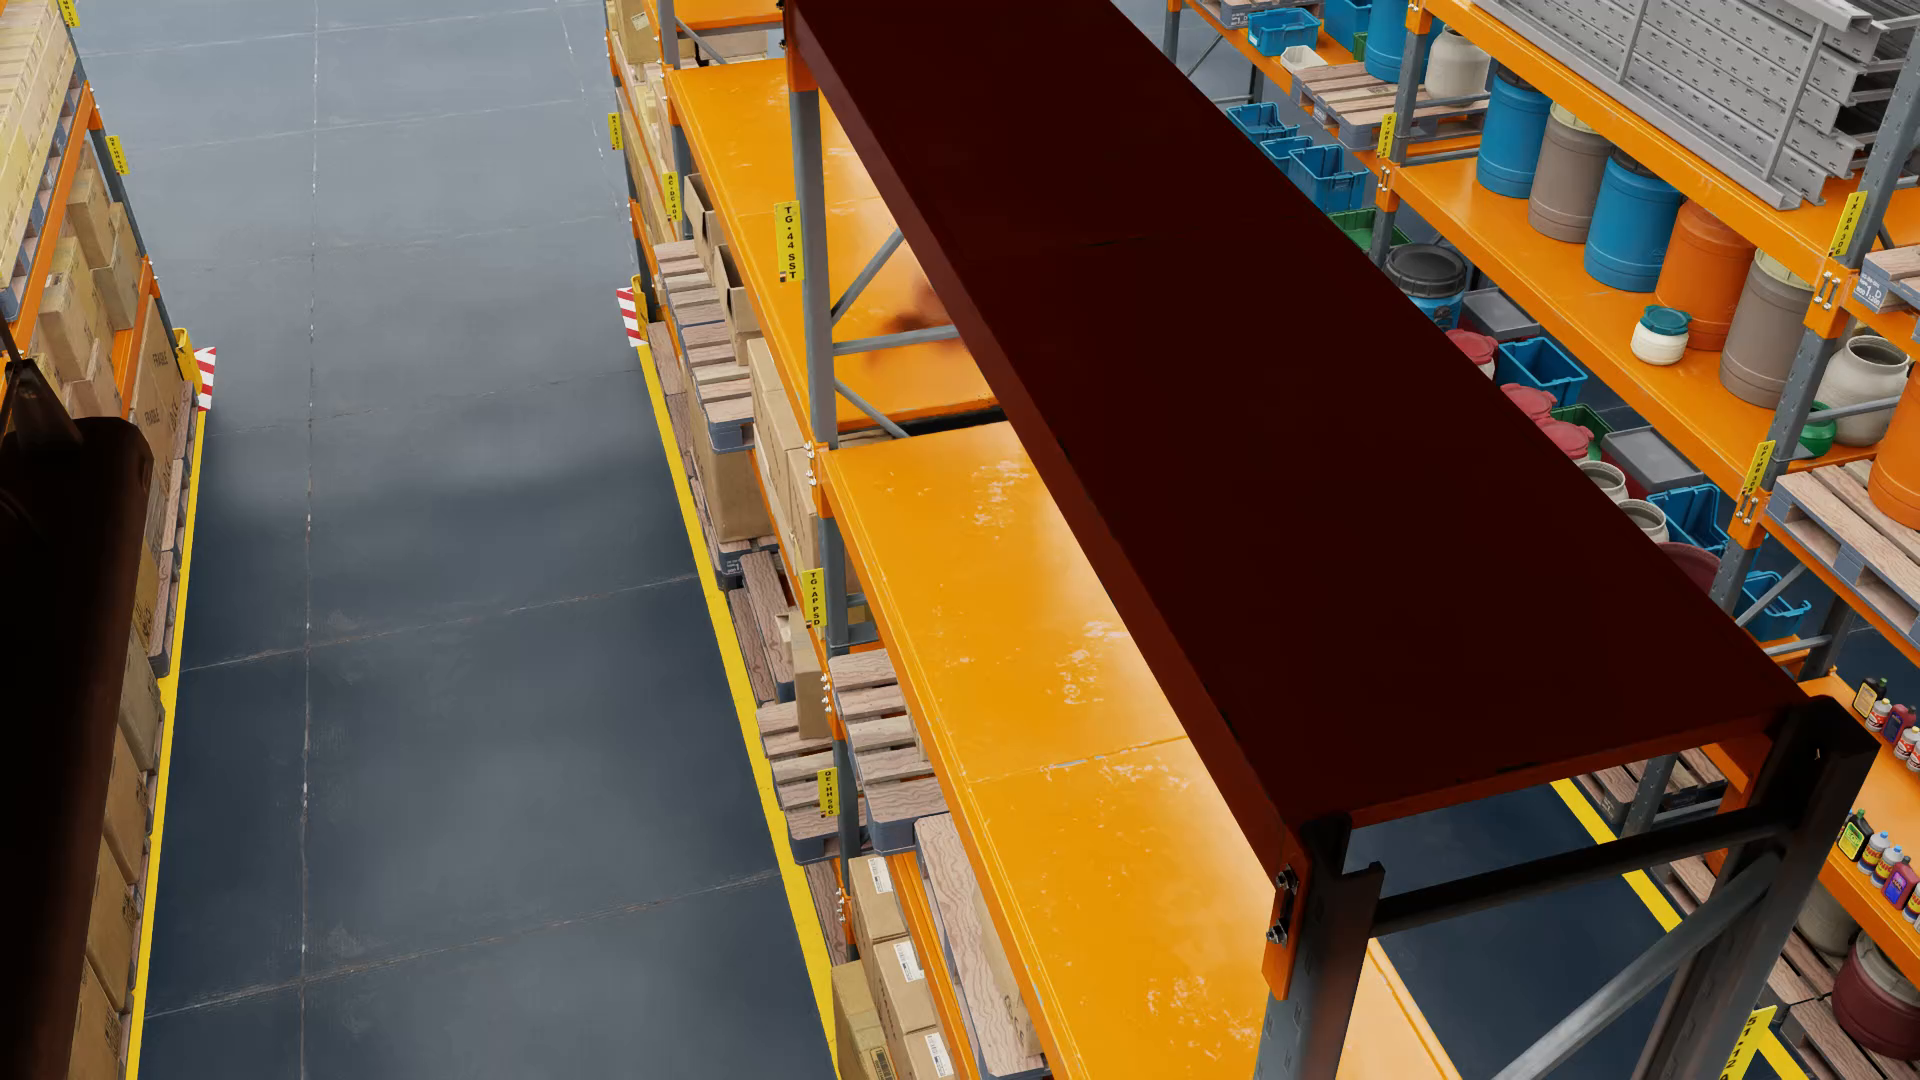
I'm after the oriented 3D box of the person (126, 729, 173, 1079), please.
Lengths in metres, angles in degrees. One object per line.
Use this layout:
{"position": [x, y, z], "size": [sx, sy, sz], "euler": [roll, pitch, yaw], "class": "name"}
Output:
{"position": [-2.778, -0.222, 11.793], "size": [8.751, 1.681, 6.664], "euler": [-25, 45, -28], "class": "person"}
